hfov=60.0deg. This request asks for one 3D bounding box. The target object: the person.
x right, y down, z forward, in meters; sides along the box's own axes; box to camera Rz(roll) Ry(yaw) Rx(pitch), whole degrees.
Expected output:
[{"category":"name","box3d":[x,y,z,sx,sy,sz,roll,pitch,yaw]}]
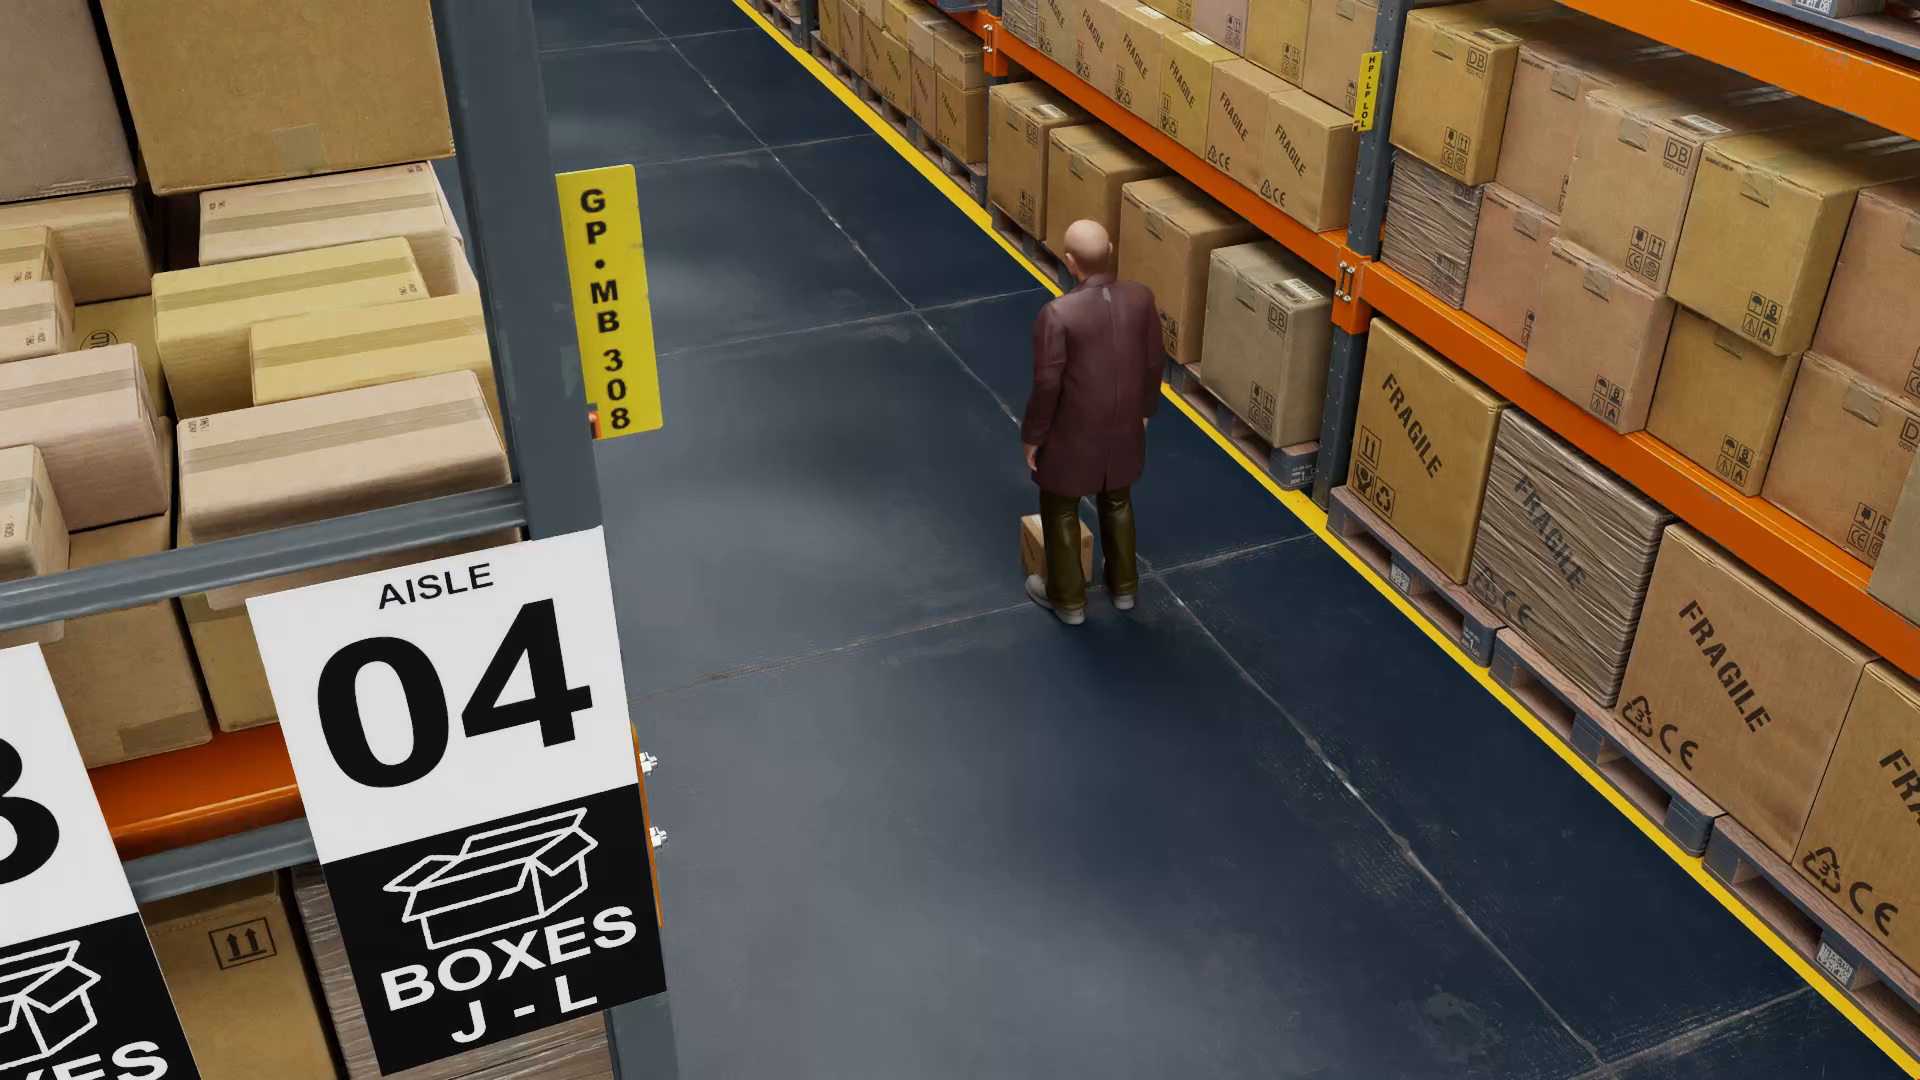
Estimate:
[{"category":"person","box3d":[0.534,-0.469,6.876,0.637,1.772,0.428,-14,36,-21]}]
